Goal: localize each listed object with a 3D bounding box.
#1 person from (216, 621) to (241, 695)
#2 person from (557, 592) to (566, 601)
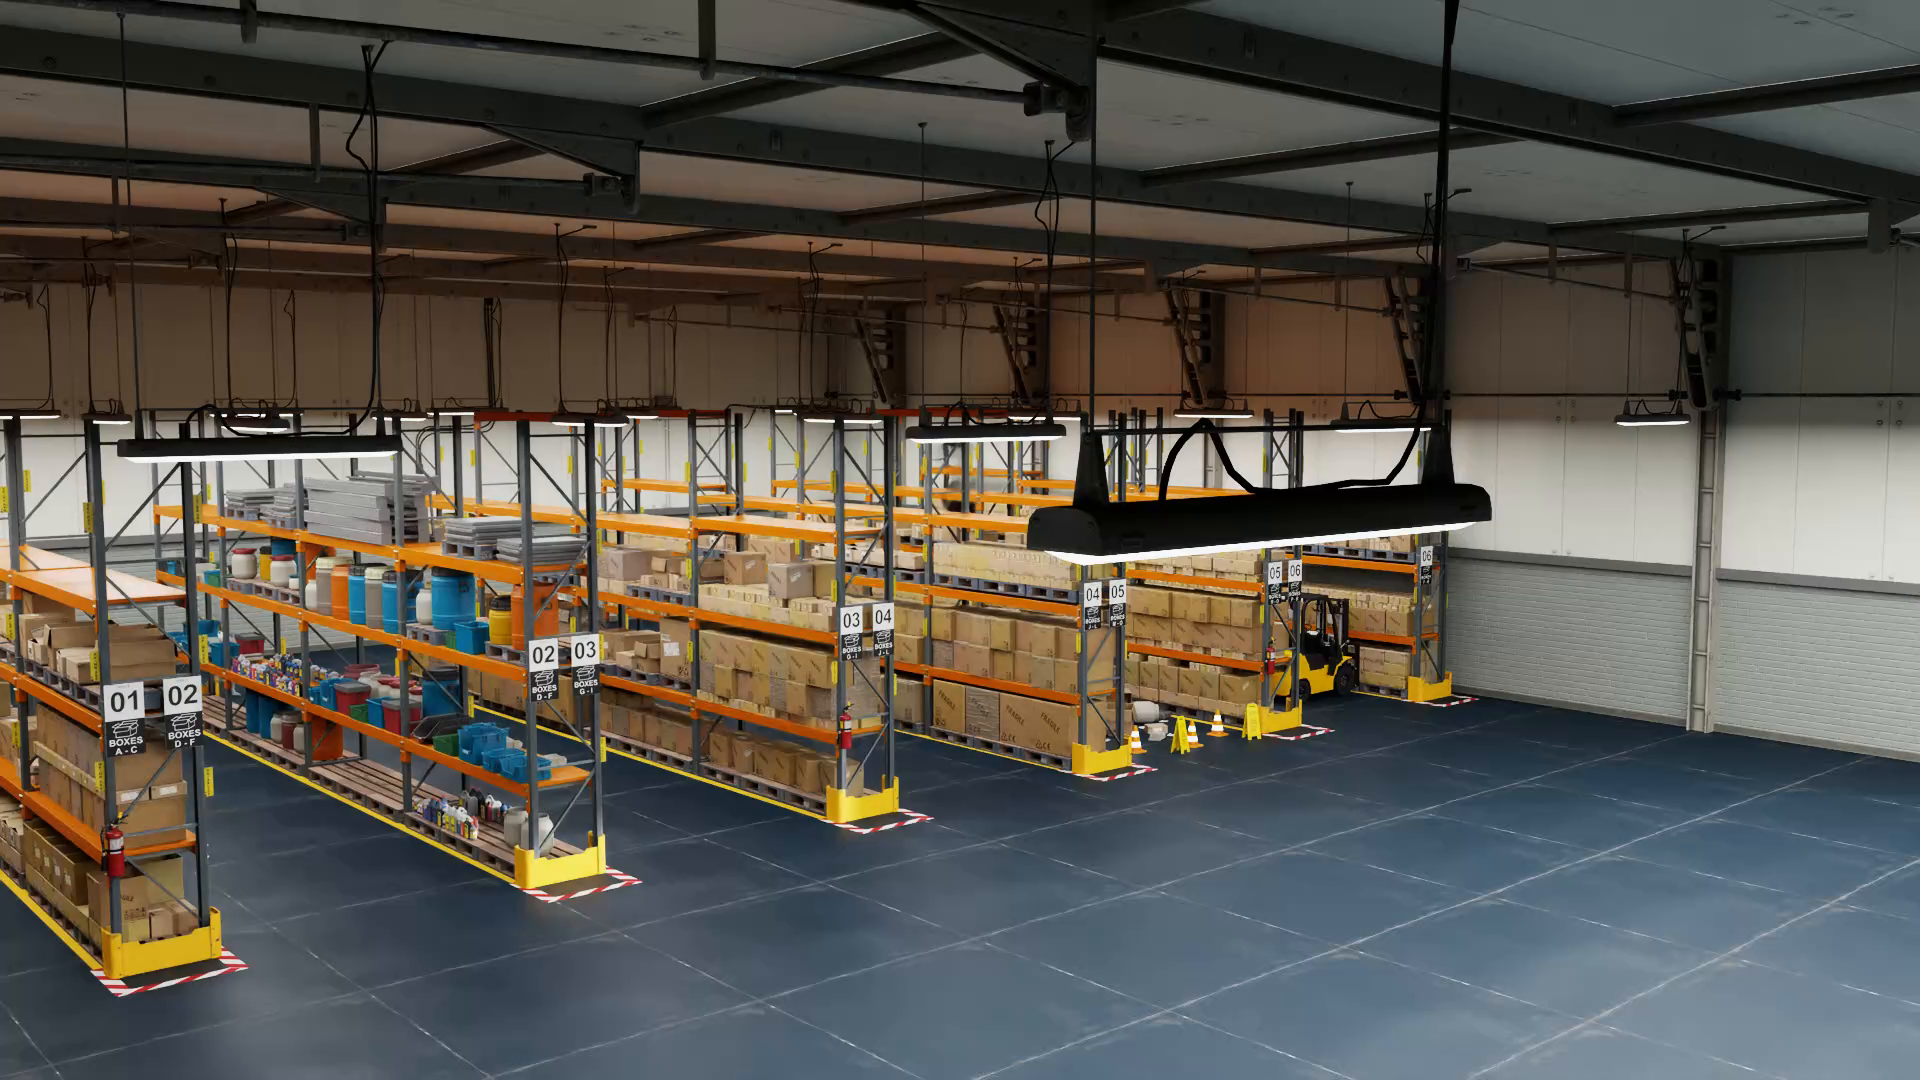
[{"bbox_3d":[-15.455,2.465,34.861,0.646,1.661,0.654,0,5,-1],"label":"person"},{"bbox_3d":[-9.685,1.992,39.718,0.721,1.743,0.672,-1,5,-15],"label":"person"}]
